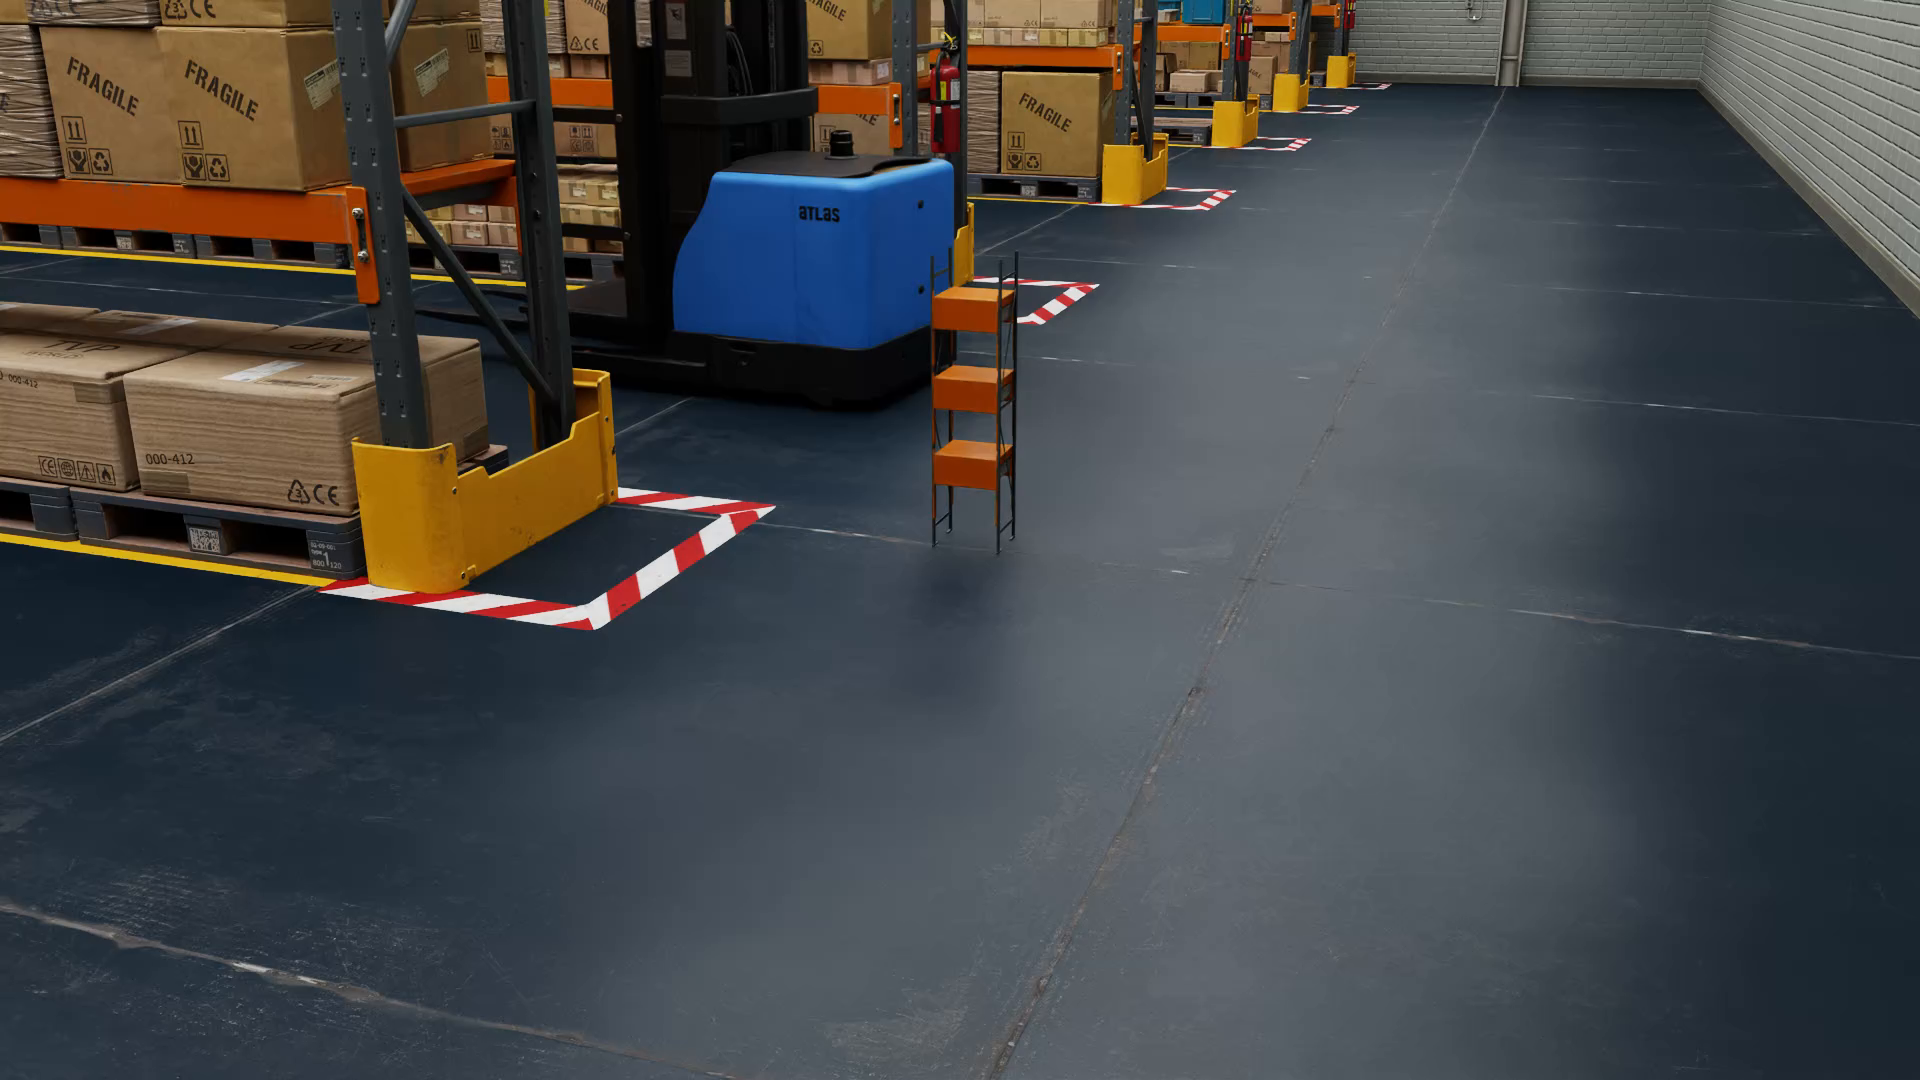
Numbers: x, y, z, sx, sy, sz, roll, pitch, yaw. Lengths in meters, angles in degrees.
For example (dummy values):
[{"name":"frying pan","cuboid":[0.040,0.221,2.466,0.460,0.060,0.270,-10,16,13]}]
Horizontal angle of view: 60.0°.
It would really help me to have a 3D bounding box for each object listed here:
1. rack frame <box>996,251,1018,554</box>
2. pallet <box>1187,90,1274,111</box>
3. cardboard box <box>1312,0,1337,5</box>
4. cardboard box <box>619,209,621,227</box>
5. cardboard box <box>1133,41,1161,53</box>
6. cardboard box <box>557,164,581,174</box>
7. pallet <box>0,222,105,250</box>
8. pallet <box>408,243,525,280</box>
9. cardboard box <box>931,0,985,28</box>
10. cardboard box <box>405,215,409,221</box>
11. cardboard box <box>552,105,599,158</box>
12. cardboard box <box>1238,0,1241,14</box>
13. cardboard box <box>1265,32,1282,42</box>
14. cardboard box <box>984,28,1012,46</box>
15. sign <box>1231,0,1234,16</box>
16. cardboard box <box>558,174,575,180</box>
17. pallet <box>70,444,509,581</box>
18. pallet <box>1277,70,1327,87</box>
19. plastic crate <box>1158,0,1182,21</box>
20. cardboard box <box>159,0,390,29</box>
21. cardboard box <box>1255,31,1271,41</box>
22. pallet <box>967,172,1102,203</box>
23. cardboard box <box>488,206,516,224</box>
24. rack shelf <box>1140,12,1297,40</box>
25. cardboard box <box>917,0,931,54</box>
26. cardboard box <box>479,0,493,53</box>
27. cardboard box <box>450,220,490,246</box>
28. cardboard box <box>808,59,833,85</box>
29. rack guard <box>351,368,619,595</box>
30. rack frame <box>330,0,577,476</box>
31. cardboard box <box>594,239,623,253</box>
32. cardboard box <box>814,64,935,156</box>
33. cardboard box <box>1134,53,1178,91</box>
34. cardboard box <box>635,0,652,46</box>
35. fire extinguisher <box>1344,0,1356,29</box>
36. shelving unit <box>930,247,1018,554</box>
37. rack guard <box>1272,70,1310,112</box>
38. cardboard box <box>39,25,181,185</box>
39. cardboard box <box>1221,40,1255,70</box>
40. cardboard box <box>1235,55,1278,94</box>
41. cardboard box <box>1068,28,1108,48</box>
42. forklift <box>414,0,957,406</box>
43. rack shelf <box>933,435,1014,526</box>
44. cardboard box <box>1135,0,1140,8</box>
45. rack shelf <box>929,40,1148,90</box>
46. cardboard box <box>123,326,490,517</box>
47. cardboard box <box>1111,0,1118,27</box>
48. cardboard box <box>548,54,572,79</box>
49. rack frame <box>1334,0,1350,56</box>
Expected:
[{"name":"rack frame","cuboid":[0.166,-0.477,5.849,0.008,1.050,0.200,7,20,18]},{"name":"pallet","cuboid":[3.979,-6.369,24.028,1.213,0.211,1.003,7,20,18]},{"name":"cardboard box","cuboid":[5.941,-9.326,27.818,0.700,0.700,0.980,7,21,21]},{"name":"cardboard box","cuboid":[-1.986,-2.083,10.736,0.250,0.149,0.380,8,21,21]},{"name":"cardboard box","cuboid":[3.321,-8.470,28.977,0.500,0.500,0.700,7,20,19]},{"name":"cardboard box","cuboid":[-2.819,-2.496,11.470,0.250,0.149,0.380,7,20,20]},{"name":"pallet","cuboid":[-6.993,-2.444,12.766,1.213,0.211,1.003,7,20,18]},{"name":"pallet","cuboid":[-3.306,-2.035,11.593,1.213,0.211,1.003,7,20,18]},{"name":"cardboard box","cuboid":[0.045,-4.662,14.668,0.500,0.250,0.500,6,20,16]},{"name":"cardboard box","cuboid":[-3.714,-2.267,11.264,0.250,0.149,0.380,8,21,21]},{"name":"cardboard box","cuboid":[-3.684,-4.298,16.441,0.875,0.875,1.225,6,20,16]},{"name":"cardboard box","cuboid":[3.801,-7.658,23.336,0.500,0.500,0.500,7,20,19]},{"name":"cardboard box","cuboid":[5.310,-8.486,28.038,0.250,0.149,0.380,7,20,20]},{"name":"cardboard box","cuboid":[0.386,-4.412,14.558,0.250,0.149,0.380,7,20,19]},{"name":"sign","cuboid":[3.010,-5.957,18.359,0.005,0.325,0.100,7,20,18]},{"name":"cardboard box","cuboid":[-2.731,-2.310,10.936,0.250,0.149,0.380,7,20,19]},{"name":"pallet","cuboid":[-2.483,-0.176,6.261,1.213,0.211,1.003,7,20,18]},{"name":"pallet","cuboid":[5.645,-7.878,28.356,1.213,0.211,1.003,7,20,18]},{"name":"plastic crate","cuboid":[2.428,-6.202,19.474,0.300,0.233,0.416,7,20,18]},{"name":"cardboard box","cuboid":[-2.236,-1.928,5.380,0.500,0.500,0.500,7,20,20]},{"name":"cardboard box","cuboid":[5.201,-8.632,28.456,0.250,0.149,0.380,7,20,19]},{"name":"pallet","cuboid":[0.769,-3.258,15.101,1.213,0.211,1.003,7,20,18]},{"name":"cardboard box","cuboid":[-2.950,-2.222,11.136,0.250,0.149,0.380,5,20,15]},{"name":"rack shelf","cuboid":[2.915,-7.468,24.037,4.000,0.370,1.077,7,20,18]},{"name":"cardboard box","cuboid":[-0.507,-3.303,10.391,0.500,0.500,0.500,8,21,21]},{"name":"cardboard box","cuboid":[-3.097,-3.418,10.720,0.500,0.500,0.500,7,20,18]},{"name":"cardboard box","cuboid":[-3.210,-2.087,11.198,0.250,0.149,0.380,6,20,18]},{"name":"cardboard box","cuboid":[-0.797,-2.848,10.072,0.250,0.149,0.380,6,20,18]},{"name":"rack guard","cuboid":[-1.680,-0.248,6.028,0.348,0.500,1.175,7,20,18]},{"name":"rack frame","cuboid":[-1.702,-1.431,5.624,0.127,3.000,1.000,7,20,18]},{"name":"cardboard box","cuboid":[-2.201,-1.994,10.932,0.250,0.149,0.380,7,20,20]},{"name":"cardboard box","cuboid":[-0.781,-3.946,15.429,0.875,0.875,0.875,7,20,18]},{"name":"cardboard box","cuboid":[2.802,-6.852,24.299,0.637,0.503,0.797,7,20,18]},{"name":"cardboard box","cuboid":[-1.649,-3.246,10.228,0.500,0.500,0.500,7,20,18]},{"name":"fire extinguisher","cuboid":[6.417,-8.760,27.334,0.183,0.674,0.296,7,20,18]},{"name":"shelving unit","cuboid":[0.051,-0.490,5.887,0.252,1.050,0.215,7,20,18]},{"name":"rack guard","cuboid":[4.732,-6.420,23.734,0.348,0.500,1.175,7,20,18]},{"name":"cardboard box","cuboid":[-2.714,-1.507,5.690,0.500,0.500,0.500,6,20,17]},{"name":"cardboard box","cuboid":[4.784,-8.303,28.499,0.500,0.500,0.700,6,20,16]},{"name":"cardboard box","cuboid":[4.210,-6.602,23.587,0.500,0.500,0.500,7,20,18]},{"name":"cardboard box","cuboid":[1.105,-4.330,14.322,0.250,0.149,0.380,7,20,19]},{"name":"forklift","cuboid":[-1.571,-2.323,8.286,3.031,2.935,1.130,9,21,24]},{"name":"rack shelf","cuboid":[0.051,-0.218,5.982,0.240,0.259,0.215,7,20,18]},{"name":"cardboard box","cuboid":[2.374,-7.822,23.808,0.500,0.500,0.500,6,20,18]},{"name":"rack shelf","cuboid":[-0.339,-4.389,15.202,4.000,0.370,1.077,7,20,18]},{"name":"cardboard box","cuboid":[-2.359,-0.460,6.092,0.875,0.438,0.875,6,20,16]},{"name":"cardboard box","cuboid":[1.185,-4.718,14.829,0.500,0.250,0.500,6,20,17]},{"name":"cardboard box","cuboid":[-2.532,-3.035,10.607,0.250,0.149,0.380,7,21,20]},{"name":"rack frame","cuboid":[6.426,-9.133,27.719,0.127,3.000,1.000,7,20,18]}]
